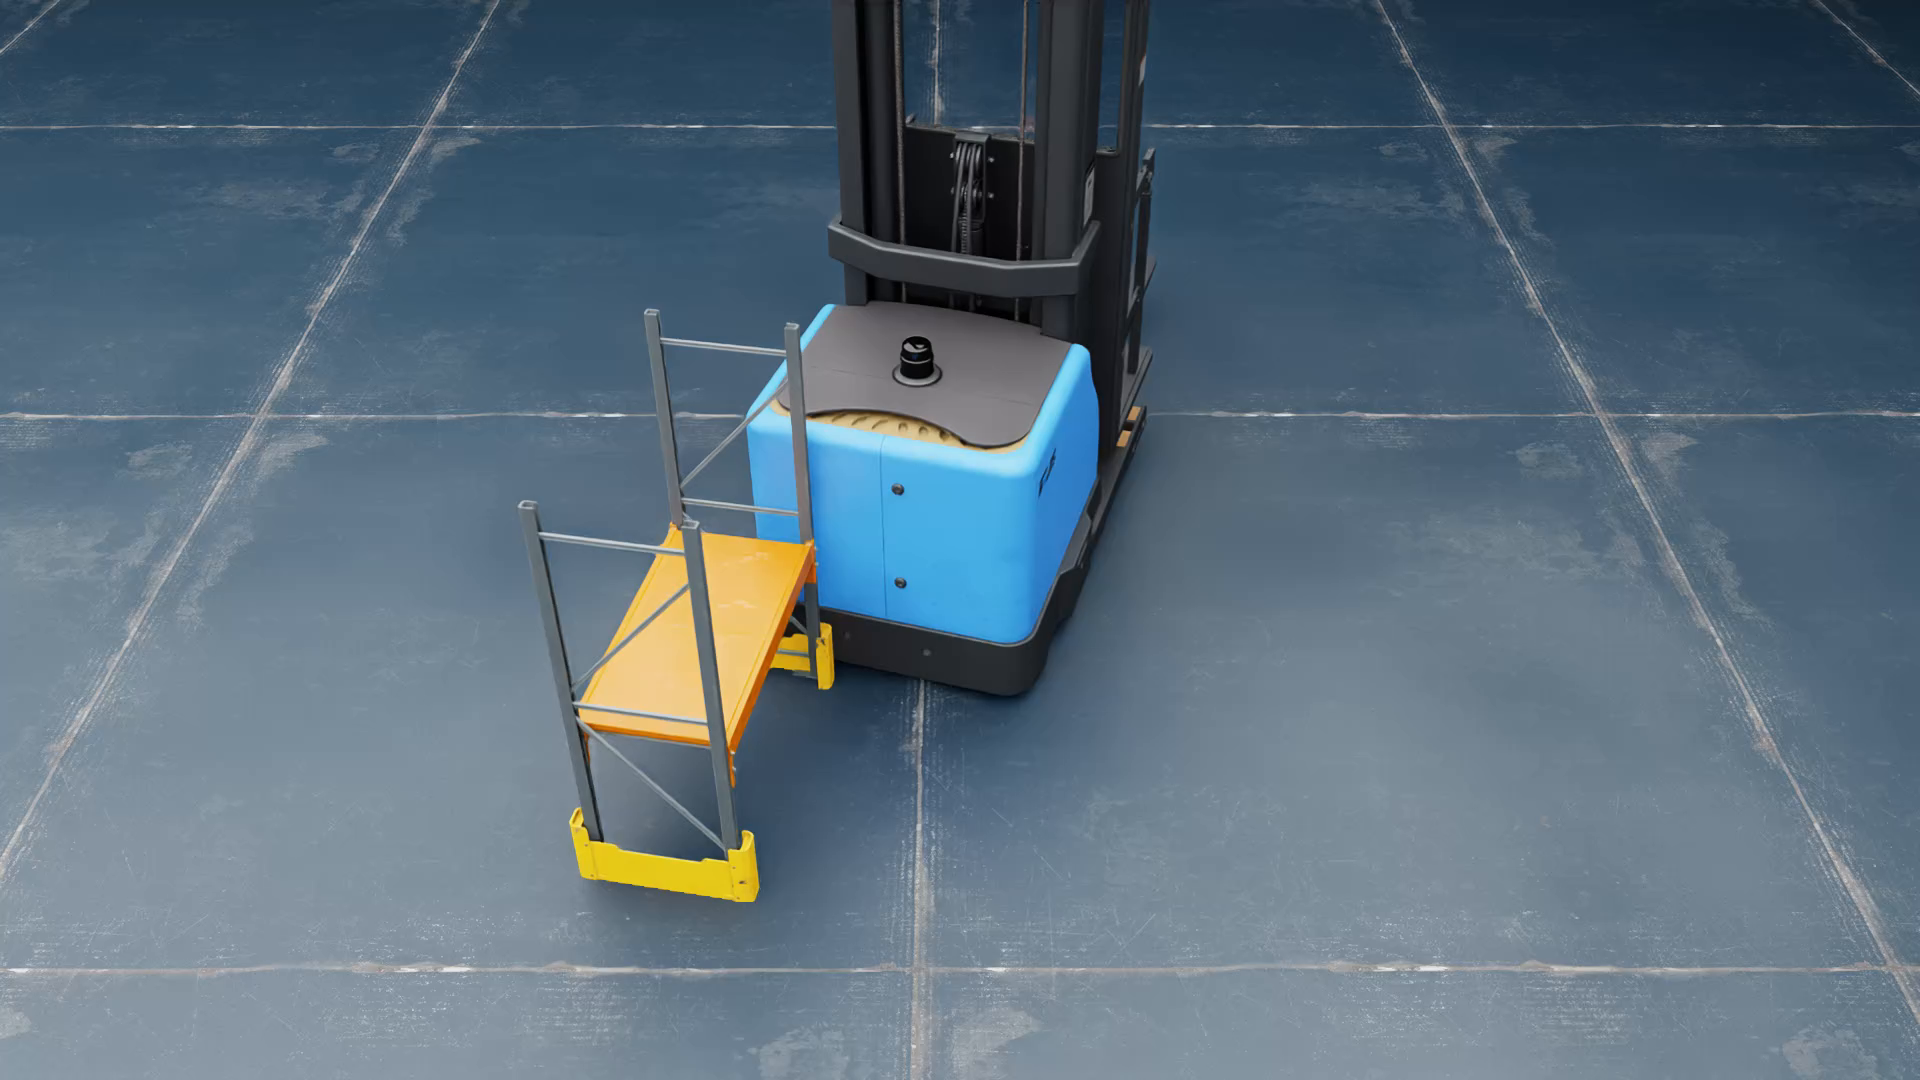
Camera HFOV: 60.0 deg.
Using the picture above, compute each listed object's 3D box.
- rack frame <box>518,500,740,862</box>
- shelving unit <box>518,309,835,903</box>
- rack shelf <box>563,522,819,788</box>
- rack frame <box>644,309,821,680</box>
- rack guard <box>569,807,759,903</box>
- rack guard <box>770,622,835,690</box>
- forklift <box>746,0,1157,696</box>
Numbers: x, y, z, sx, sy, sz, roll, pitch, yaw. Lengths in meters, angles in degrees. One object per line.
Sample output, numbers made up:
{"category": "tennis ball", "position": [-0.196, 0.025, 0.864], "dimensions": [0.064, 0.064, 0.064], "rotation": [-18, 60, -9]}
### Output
{"category": "rack frame", "position": [-0.939, 0.517, 4.906], "dimensions": [0.500, 1.500, 0.032], "rotation": [7, 39, 8]}
{"category": "shelving unit", "position": [-0.846, 0.210, 5.289], "dimensions": [0.587, 1.500, 1.083], "rotation": [7, 39, 8]}
{"category": "rack shelf", "position": [-0.844, 0.345, 5.408], "dimensions": [0.538, 0.185, 1.000], "rotation": [7, 39, 8]}
{"category": "rack frame", "position": [-0.749, -0.108, 5.685], "dimensions": [0.500, 1.500, 0.032], "rotation": [7, 39, 8]}
{"category": "rack guard", "position": [-0.938, 1.004, 5.298], "dimensions": [0.587, 0.250, 0.087], "rotation": [7, 39, 8]}
{"category": "rack guard", "position": [-0.753, 0.392, 6.061], "dimensions": [0.587, 0.250, 0.087], "rotation": [7, 39, 8]}
{"category": "forklift", "position": [0.184, -1.516, 6.297], "dimensions": [1.130, 2.935, 3.031], "rotation": [11, 40, 13]}
